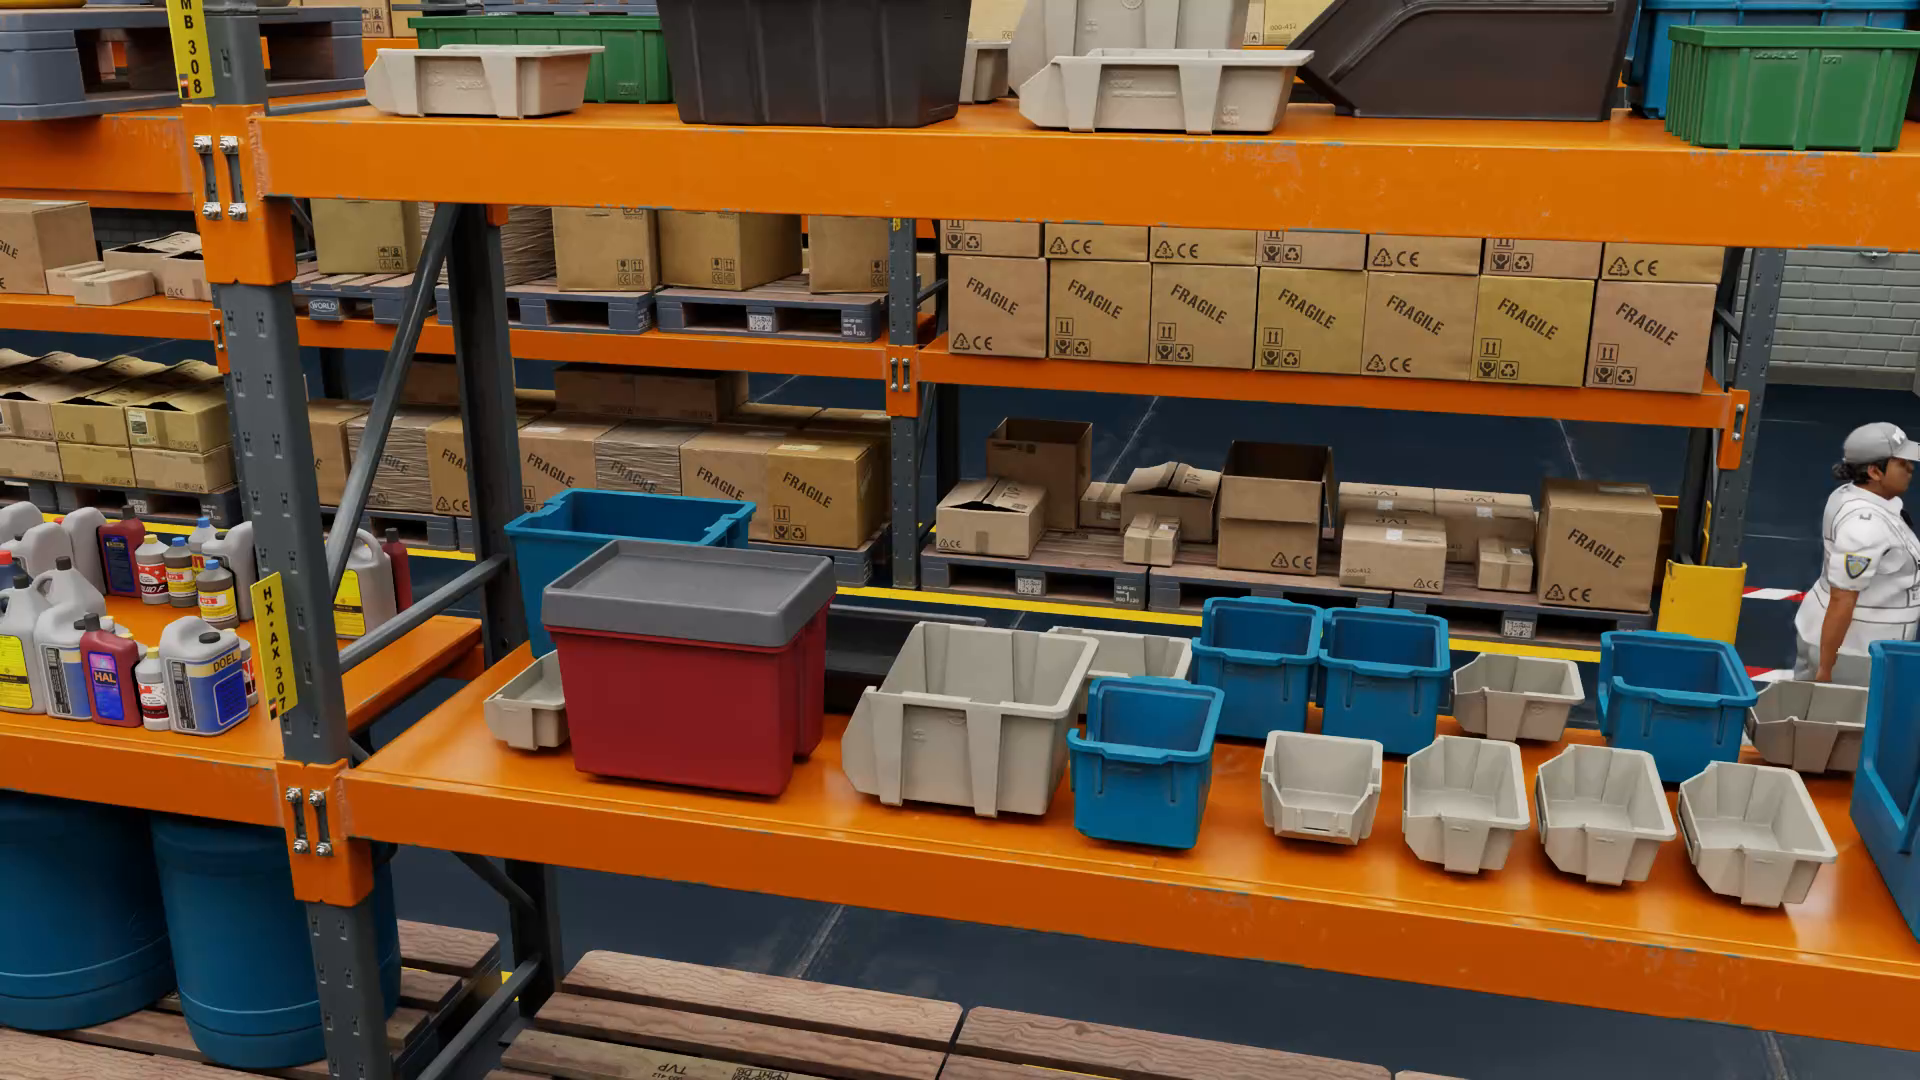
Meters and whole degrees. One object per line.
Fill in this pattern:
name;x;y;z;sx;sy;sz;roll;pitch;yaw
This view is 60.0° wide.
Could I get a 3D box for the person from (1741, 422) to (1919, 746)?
person;3.178;0.363;5.949;0.942;1.619;0.477;6;19;16
